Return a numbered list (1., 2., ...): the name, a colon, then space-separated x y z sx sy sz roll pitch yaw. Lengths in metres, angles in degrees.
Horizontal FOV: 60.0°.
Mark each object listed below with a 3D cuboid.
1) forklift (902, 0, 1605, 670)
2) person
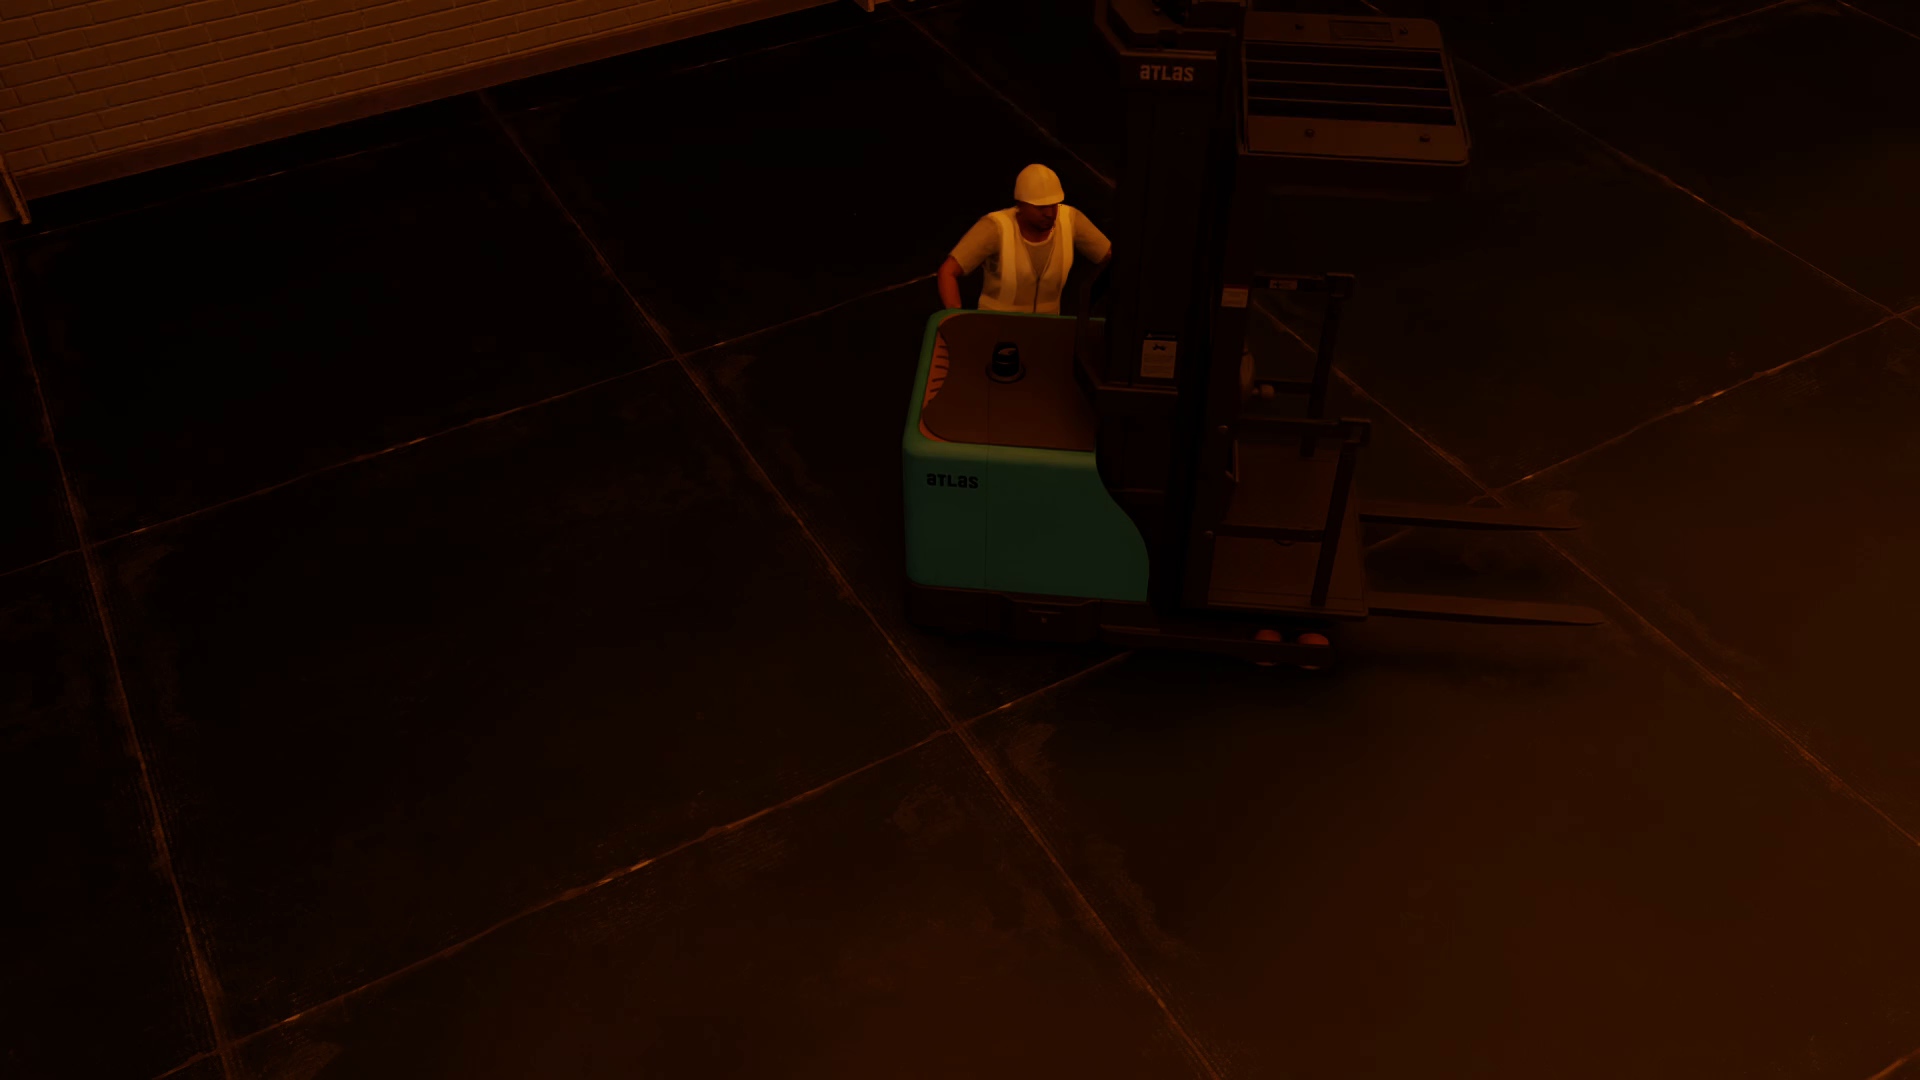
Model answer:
1. forklift: 1.301 -0.894 6.661 3.031 2.935 1.130 4 43 4
2. person: 0.402 -0.943 7.754 0.923 1.540 0.885 -21 47 -21
